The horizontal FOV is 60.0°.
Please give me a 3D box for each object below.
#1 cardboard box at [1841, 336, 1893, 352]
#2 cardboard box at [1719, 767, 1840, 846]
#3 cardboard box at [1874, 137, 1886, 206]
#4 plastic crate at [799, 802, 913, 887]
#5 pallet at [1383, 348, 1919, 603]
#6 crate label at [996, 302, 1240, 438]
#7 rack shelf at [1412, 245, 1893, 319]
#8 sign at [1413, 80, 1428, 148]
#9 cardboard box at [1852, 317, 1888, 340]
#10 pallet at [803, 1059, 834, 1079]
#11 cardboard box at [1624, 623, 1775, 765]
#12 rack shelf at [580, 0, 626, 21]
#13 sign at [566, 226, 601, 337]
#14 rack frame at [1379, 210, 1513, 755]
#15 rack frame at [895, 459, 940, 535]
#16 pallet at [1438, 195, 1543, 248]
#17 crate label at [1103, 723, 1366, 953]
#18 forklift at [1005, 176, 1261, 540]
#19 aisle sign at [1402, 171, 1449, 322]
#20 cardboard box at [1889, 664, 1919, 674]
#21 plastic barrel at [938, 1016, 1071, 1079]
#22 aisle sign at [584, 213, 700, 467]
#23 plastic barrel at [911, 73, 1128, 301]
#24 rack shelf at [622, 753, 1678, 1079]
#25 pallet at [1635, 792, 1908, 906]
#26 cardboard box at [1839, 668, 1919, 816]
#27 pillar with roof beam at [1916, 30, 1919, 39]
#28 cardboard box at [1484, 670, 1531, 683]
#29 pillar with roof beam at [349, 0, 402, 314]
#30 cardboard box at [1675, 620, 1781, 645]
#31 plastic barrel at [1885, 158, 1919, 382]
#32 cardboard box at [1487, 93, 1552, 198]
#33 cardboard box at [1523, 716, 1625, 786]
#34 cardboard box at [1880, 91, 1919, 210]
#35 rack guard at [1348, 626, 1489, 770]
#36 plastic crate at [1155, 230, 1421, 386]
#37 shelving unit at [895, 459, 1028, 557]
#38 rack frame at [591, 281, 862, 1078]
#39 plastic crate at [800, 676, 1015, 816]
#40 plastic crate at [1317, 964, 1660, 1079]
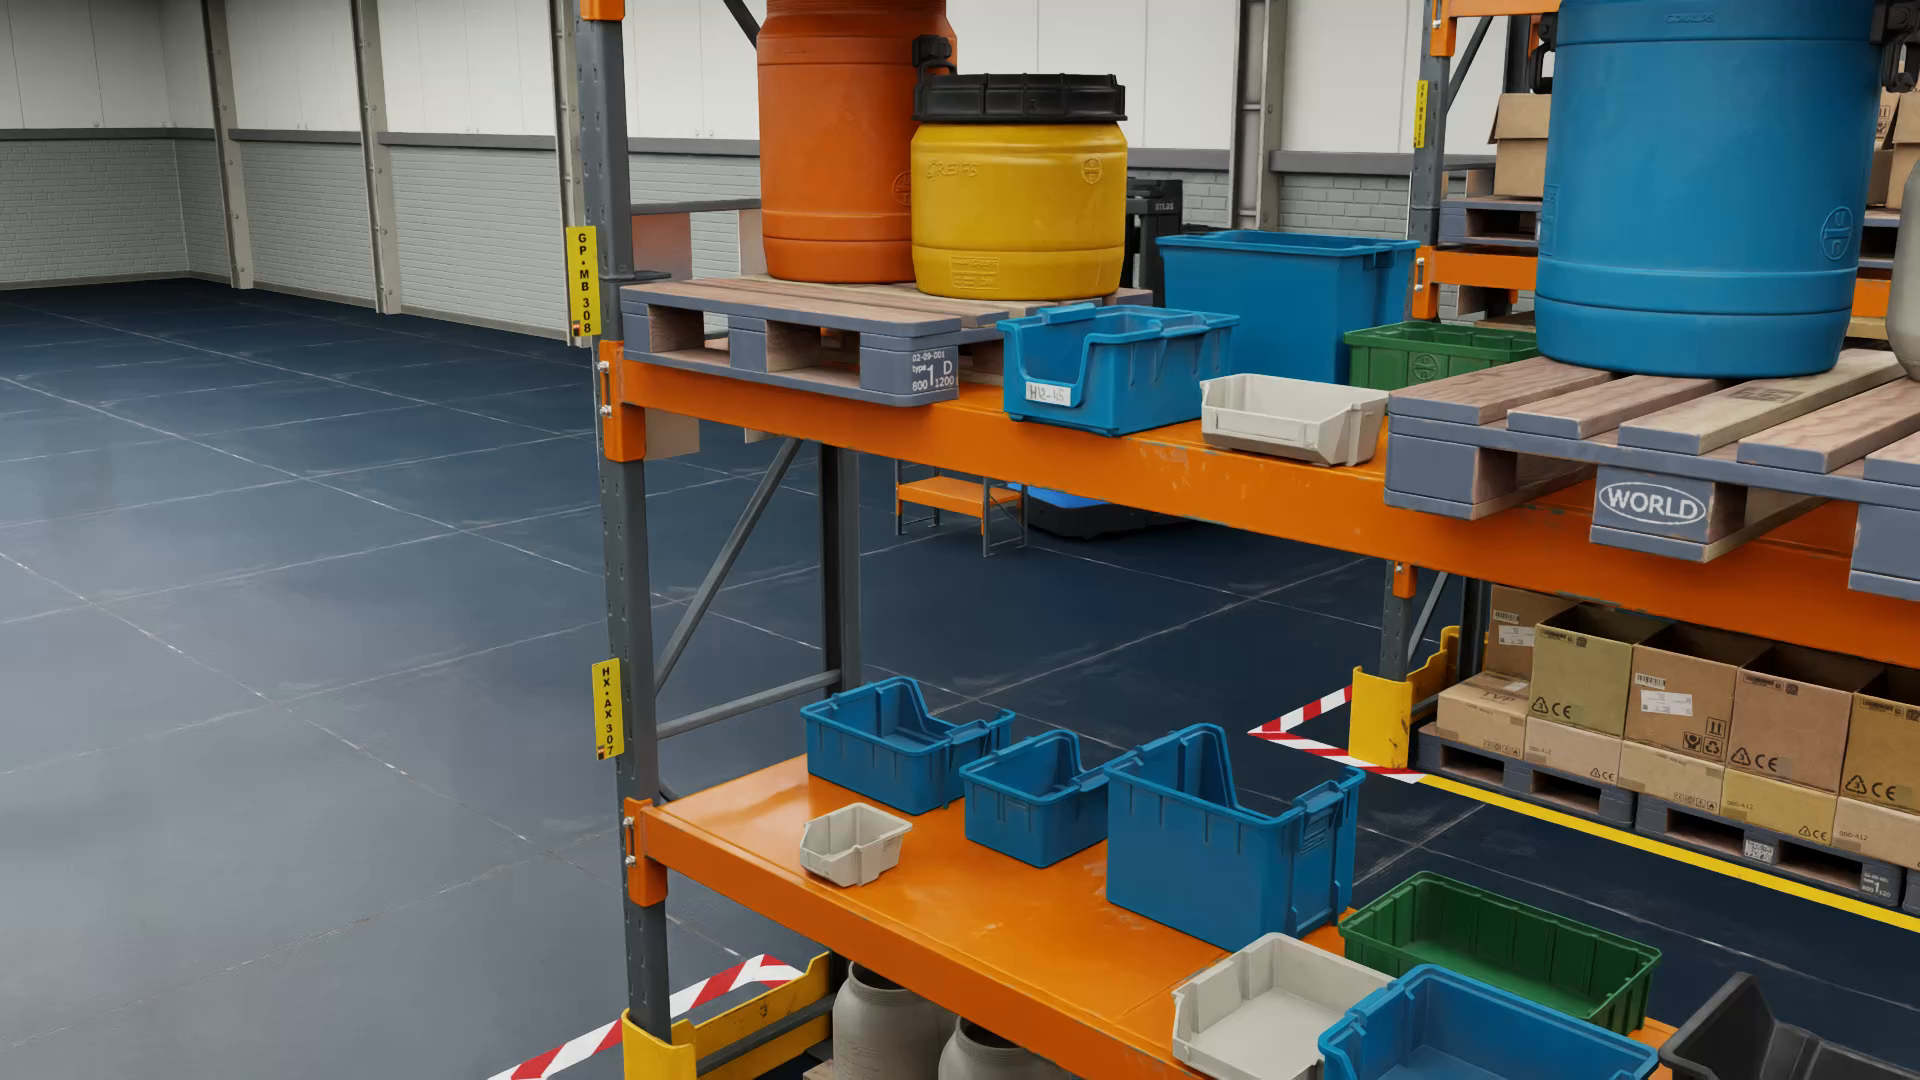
[{"bbox_3d":[4.167,-0.635,7.650,0.500,0.500,0.700,14,20,42],"label":"cardboard box"},{"bbox_3d":[4.005,1.205,7.978,0.500,0.250,0.500,14,20,42],"label":"cardboard box"},{"bbox_3d":[6.560,-2.524,11.484,0.500,0.500,0.500,-13,19,-41],"label":"cardboard box"},{"bbox_3d":[-0.325,0.922,4.968,0.250,0.136,0.298,14,20,42],"label":"plastic crate"},{"bbox_3d":[1.547,-0.189,3.136,1.003,0.211,1.213,14,20,42],"label":"pallet"},{"bbox_3d":[0.372,-0.413,3.913,0.408,0.251,0.502,14,20,42],"label":"crate label"},{"bbox_3d":[4.135,-1.073,7.578,4.000,0.370,1.077,14,20,42],"label":"rack shelf"},{"bbox_3d":[2.306,-2.132,8.327,0.005,0.325,0.100,14,20,42],"label":"sign"},{"bbox_3d":[6.615,-1.293,11.715,0.500,0.500,0.500,14,20,42],"label":"cardboard box"},{"bbox_3d":[-0.077,2.076,5.544,1.213,0.211,1.003,14,20,42],"label":"pallet"},{"bbox_3d":[3.657,0.752,8.231,0.500,0.500,0.500,14,20,42],"label":"cardboard box"},{"bbox_3d":[0.694,-1.432,3.802,4.000,0.370,1.077,14,20,42],"label":"rack shelf"},{"bbox_3d":[-1.131,-0.778,5.001,0.005,0.325,0.100,14,20,42],"label":"sign"},{"bbox_3d":[2.695,-0.319,9.208,0.127,3.000,1.000,14,20,42],"label":"rack frame"},{"bbox_3d":[-0.361,-0.632,14.127,0.032,1.125,0.500,14,20,42],"label":"rack frame"},{"bbox_3d":[3.186,-1.600,8.348,1.213,0.211,1.003,14,20,42],"label":"pallet"},{"bbox_3d":[0.767,0.835,4.708,0.616,0.435,0.502,14,20,42],"label":"crate label"},{"bbox_3d":[1.939,-1.666,14.512,3.031,2.935,1.130,-8,17,-28],"label":"forklift"},{"bbox_3d":[2.435,-1.533,8.711,0.004,0.787,0.394,14,20,42],"label":"aisle sign"},{"bbox_3d":[4.738,0.832,7.922,0.500,0.500,0.500,14,20,42],"label":"cardboard box"},{"bbox_3d":[0.142,1.769,5.296,0.421,0.512,0.421,0,15,0],"label":"plastic barrel"},{"bbox_3d":[-1.001,-0.638,5.277,0.004,0.787,0.394,14,20,42],"label":"aisle sign"},{"bbox_3d":[0.163,-0.990,4.628,0.600,0.588,0.600,0,15,0],"label":"plastic barrel"},{"bbox_3d":[0.694,1.277,4.508,4.000,0.370,1.077,14,20,42],"label":"rack shelf"},{"bbox_3d":[4.149,1.370,8.256,1.213,0.211,1.003,14,20,42],"label":"pallet"},{"bbox_3d":[4.375,0.927,7.557,0.500,0.500,0.500,14,20,42],"label":"cardboard box"},{"bbox_3d":[4.247,-3.375,9.039,0.400,9.000,9.100,14,20,42],"label":"pillar with roof beam"},{"bbox_3d":[3.286,0.848,9.348,0.500,0.250,0.500,14,20,42],"label":"cardboard box"},{"bbox_3d":[-13.030,-7.576,25.159,0.400,9.000,9.100,14,20,42],"label":"pillar with roof beam"},{"bbox_3d":[4.018,0.657,8.593,0.500,0.500,0.500,14,20,42],"label":"cardboard box"},{"bbox_3d":[1.960,-0.541,3.054,0.421,0.512,0.421,0,15,0],"label":"plastic barrel"},{"bbox_3d":[3.106,-1.990,8.358,0.797,0.503,0.637,-13,19,-40],"label":"cardboard box"},{"bbox_3d":[3.289,1.029,8.654,0.500,0.250,0.500,14,20,42],"label":"cardboard box"},{"bbox_3d":[4.477,-1.703,7.254,0.797,0.503,0.637,-12,19,-38],"label":"cardboard box"},{"bbox_3d":[2.678,0.886,9.540,0.348,0.500,1.175,14,20,42],"label":"rack guard"},{"bbox_3d":[0.836,-0.586,4.313,0.575,0.384,0.392,14,20,42],"label":"plastic crate"},{"bbox_3d":[0.005,-0.543,13.786,1.048,1.125,0.538,14,20,42],"label":"shelving unit"},{"bbox_3d":[-0.746,0.579,5.760,0.127,3.000,1.000,14,20,42],"label":"rack frame"},{"bbox_3d":[-0.178,0.684,5.651,0.616,0.251,0.499,14,20,42],"label":"plastic crate"},{"bbox_3d":[1.149,1.207,3.647,0.616,0.251,0.499,14,20,42],"label":"plastic crate"}]
